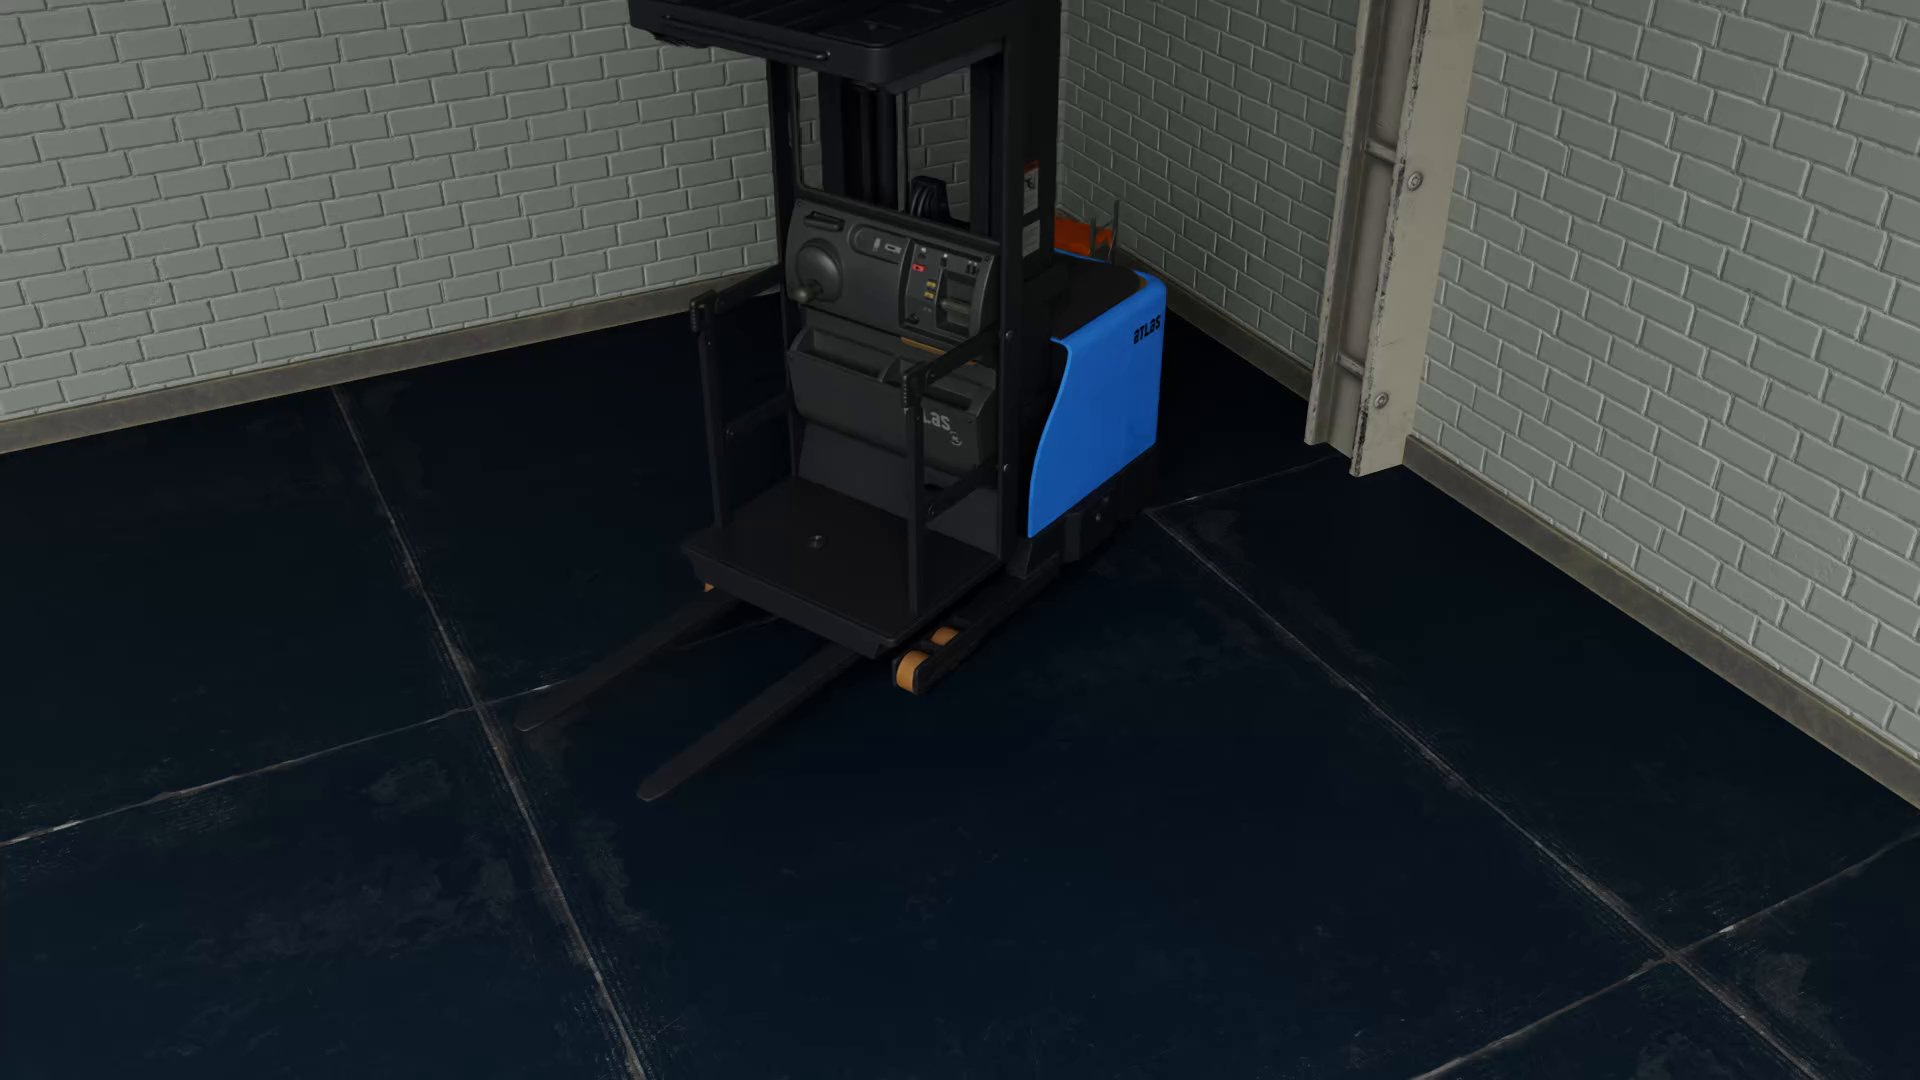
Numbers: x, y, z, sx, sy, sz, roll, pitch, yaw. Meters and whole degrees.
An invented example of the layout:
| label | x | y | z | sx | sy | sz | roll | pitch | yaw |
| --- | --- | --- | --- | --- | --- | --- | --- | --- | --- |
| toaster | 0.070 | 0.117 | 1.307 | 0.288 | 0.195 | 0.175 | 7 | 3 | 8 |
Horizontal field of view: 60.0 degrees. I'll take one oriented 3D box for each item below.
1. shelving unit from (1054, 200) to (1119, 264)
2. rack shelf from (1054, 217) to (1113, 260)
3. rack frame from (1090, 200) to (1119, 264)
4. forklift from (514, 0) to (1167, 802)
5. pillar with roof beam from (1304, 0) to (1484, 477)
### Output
| label | x | y | z | sx | sy | sz | roll | pitch | yaw |
| --- | --- | --- | --- | --- | --- | --- | --- | --- | --- |
| shelving unit | 0.431 | -1.017 | 7.725 | 0.503 | 1.200 | 0.258 | 18 | 37 | 26 |
| rack shelf | 0.431 | -1.348 | 7.513 | 0.480 | 0.148 | 0.258 | 18 | 37 | 26 |
| rack frame | 0.639 | -0.948 | 7.617 | 0.015 | 1.200 | 0.240 | 18 | 37 | 26 |
| forklift | -0.396 | -0.947 | 6.011 | 1.130 | 2.935 | 3.031 | 22 | 39 | 30 |
| pillar with roof beam | -1.930 | -3.129 | 3.793 | 9.100 | 9.000 | 0.400 | -16 | 36 | -23 |
